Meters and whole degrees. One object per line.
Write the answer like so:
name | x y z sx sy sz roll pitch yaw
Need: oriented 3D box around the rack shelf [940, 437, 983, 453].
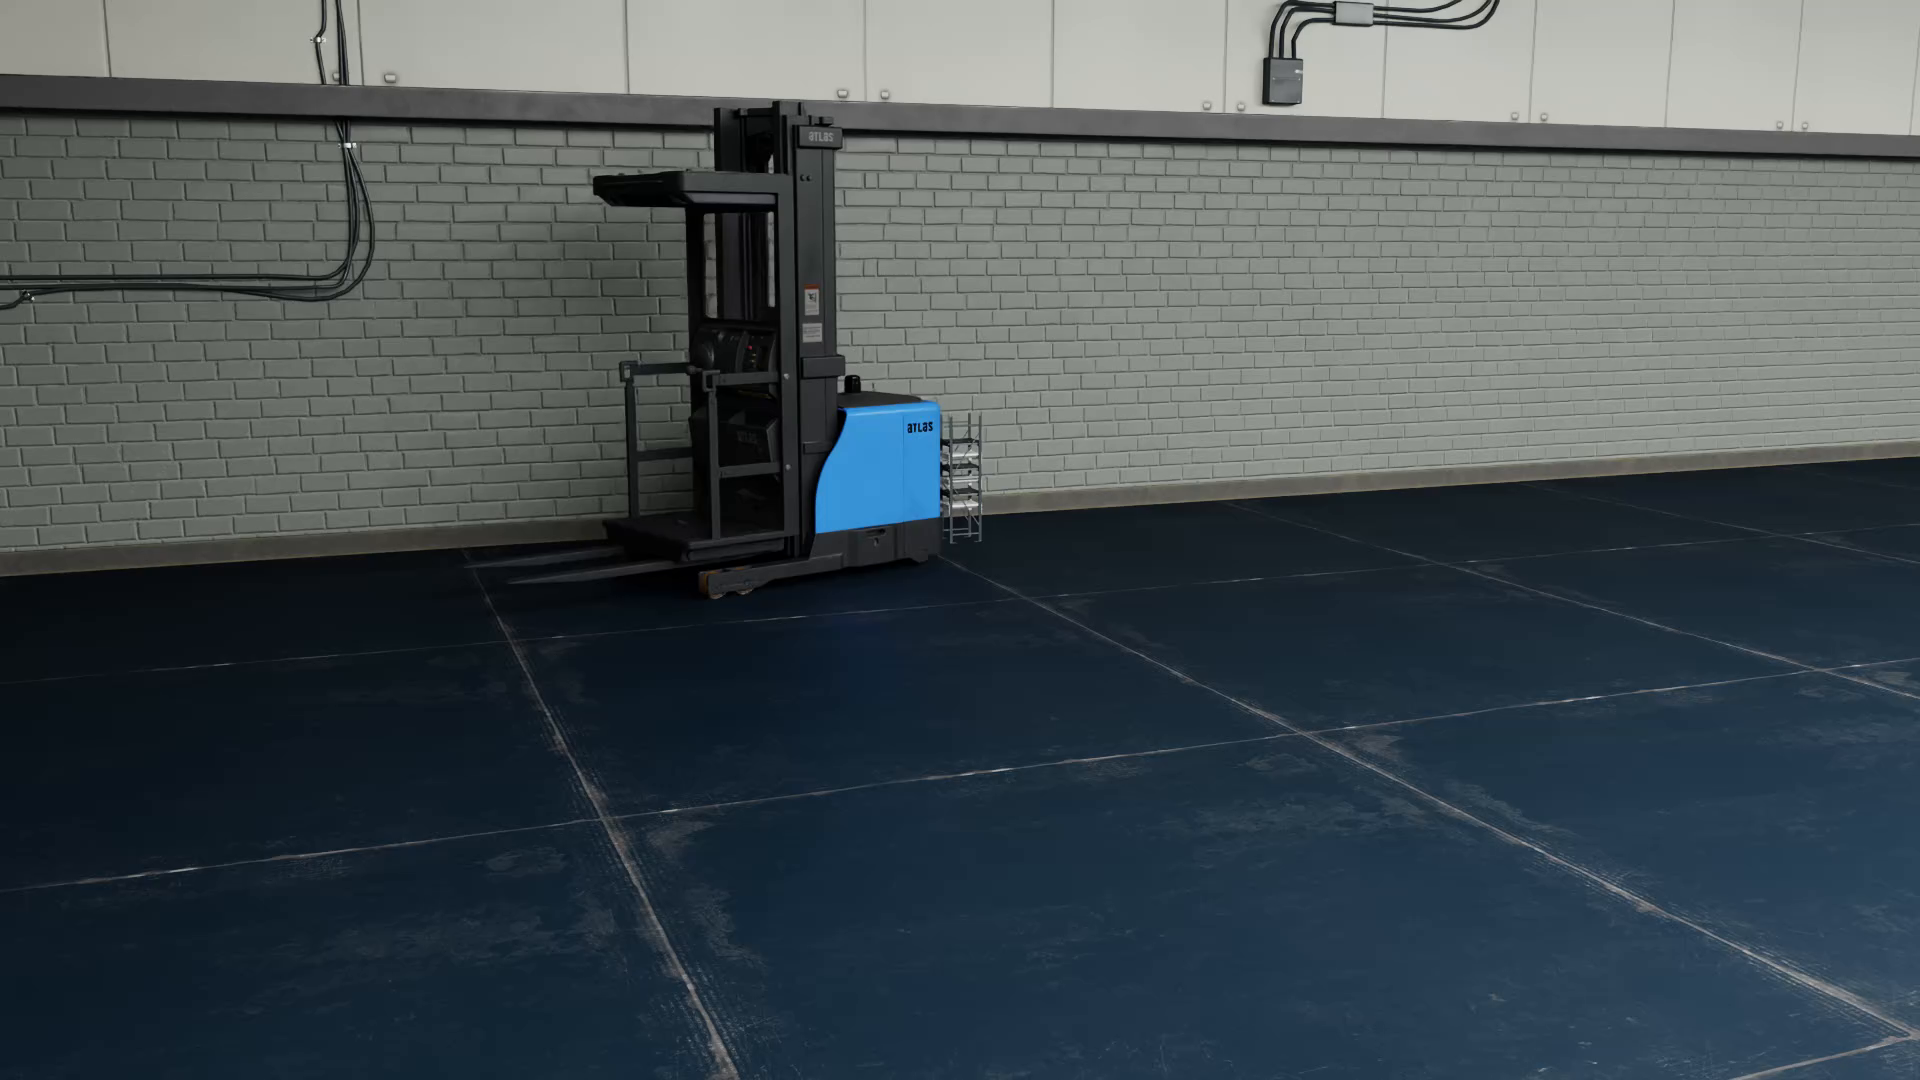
rack shelf | 0.003 -0.675 11.792 0.258 0.077 0.200 -4 11 -21

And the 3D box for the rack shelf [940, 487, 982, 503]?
rack shelf | 0.003 -0.320 11.855 0.258 0.077 0.200 -4 11 -21

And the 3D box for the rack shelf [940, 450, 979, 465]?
rack shelf | 0.003 -0.586 11.808 0.258 0.077 0.200 -4 11 -21

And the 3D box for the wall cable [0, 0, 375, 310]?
wall cable | -5.329 -2.717 10.363 3.097 2.526 0.112 -4 11 -21

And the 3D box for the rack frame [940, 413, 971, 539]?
rack frame | -0.034 -0.458 11.927 0.240 0.900 0.006 -4 11 -21

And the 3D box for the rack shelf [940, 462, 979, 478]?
rack shelf | 0.003 -0.498 11.824 0.258 0.077 0.200 -4 11 -21

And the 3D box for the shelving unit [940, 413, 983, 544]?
shelving unit | 0.003 -0.442 11.834 0.258 0.900 0.210 -4 11 -21

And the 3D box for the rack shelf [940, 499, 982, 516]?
rack shelf | 0.003 -0.232 11.871 0.258 0.077 0.200 -4 11 -21

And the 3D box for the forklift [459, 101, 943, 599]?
forklift | -1.573 -1.195 10.269 3.031 2.935 1.130 -8 13 -39

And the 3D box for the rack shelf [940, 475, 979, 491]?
rack shelf | 0.003 -0.409 11.840 0.258 0.077 0.200 -4 11 -21

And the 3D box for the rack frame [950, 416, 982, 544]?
rack frame | 0.040 -0.425 11.741 0.240 0.900 0.006 -4 11 -21

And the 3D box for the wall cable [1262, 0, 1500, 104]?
wall cable | 3.525 -6.520 13.166 2.305 6.003 0.169 -4 11 -21
